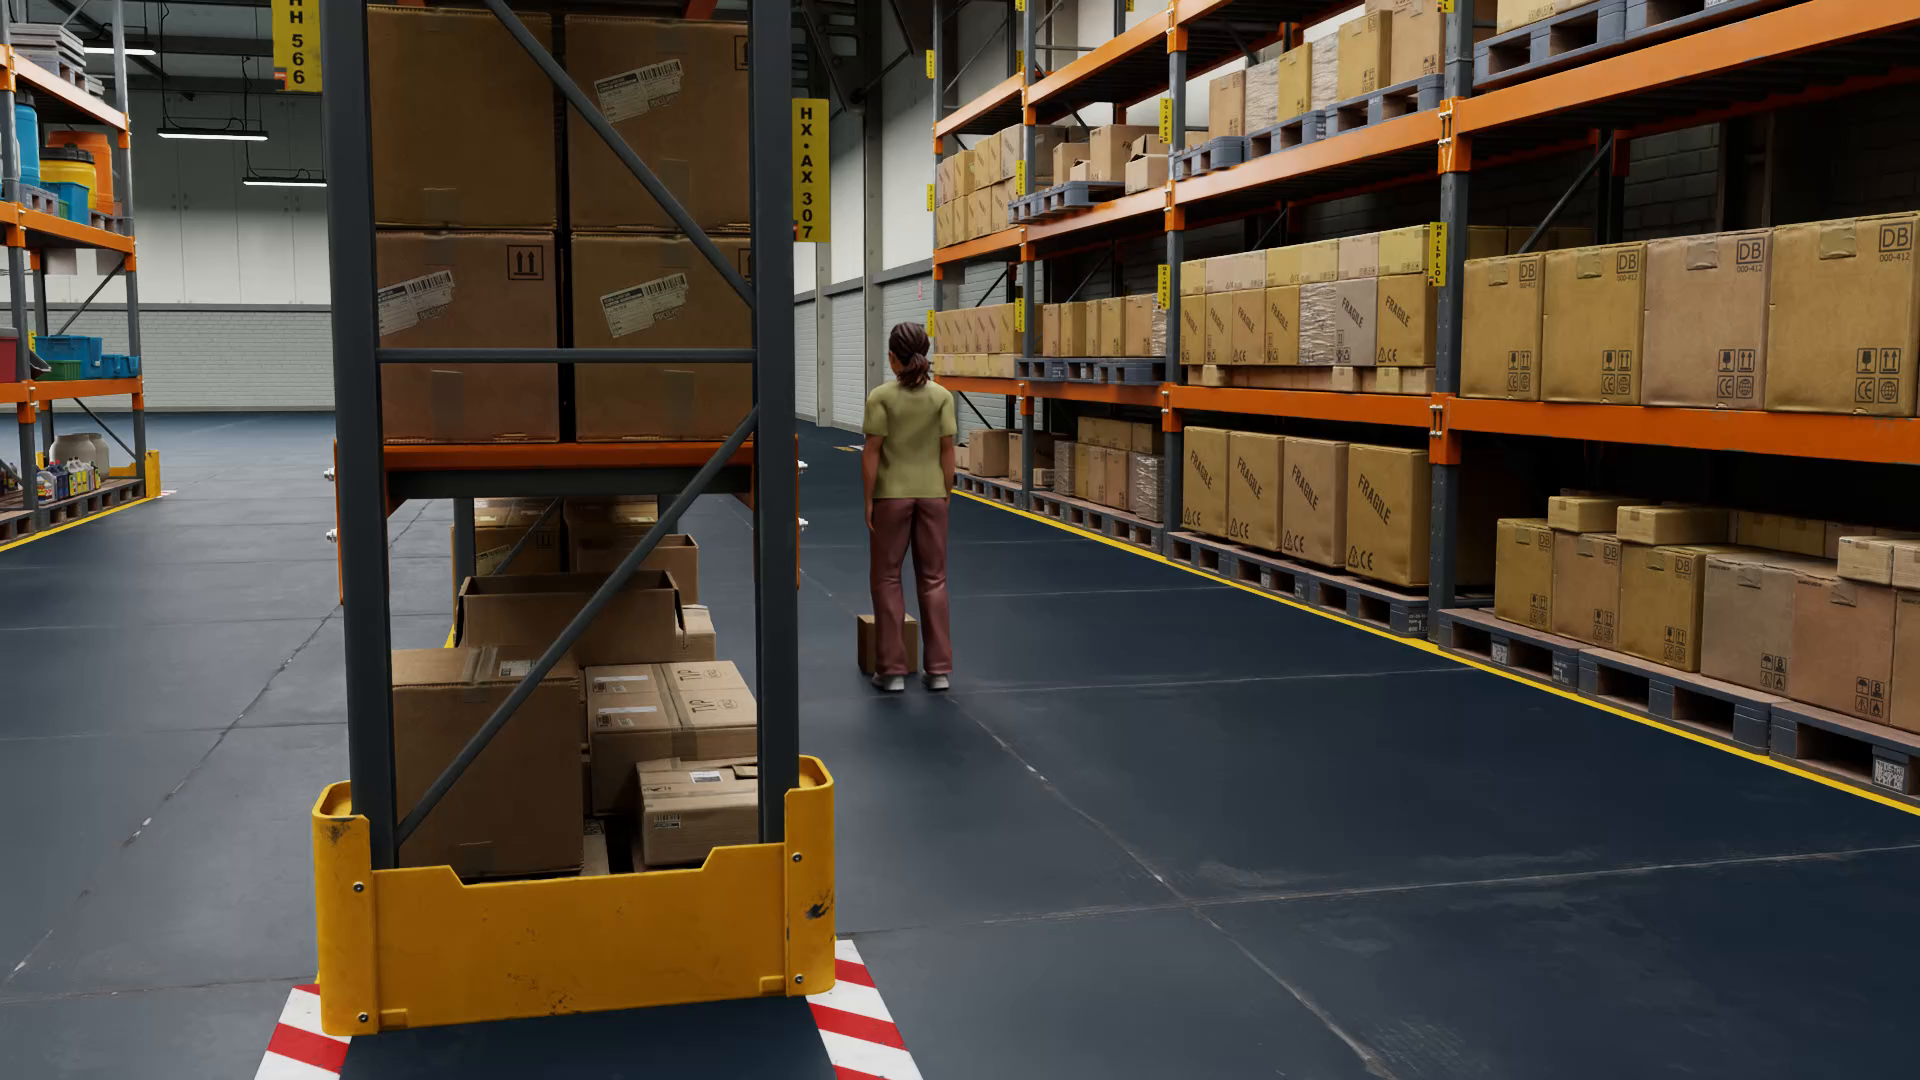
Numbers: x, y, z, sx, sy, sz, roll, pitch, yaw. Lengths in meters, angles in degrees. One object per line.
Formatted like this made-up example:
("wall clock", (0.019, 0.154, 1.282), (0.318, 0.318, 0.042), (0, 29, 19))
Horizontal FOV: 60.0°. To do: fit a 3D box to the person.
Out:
("person", (-0.235, -0.150, 7.566), (0.442, 1.670, 0.364), (-2, 6, -16))
